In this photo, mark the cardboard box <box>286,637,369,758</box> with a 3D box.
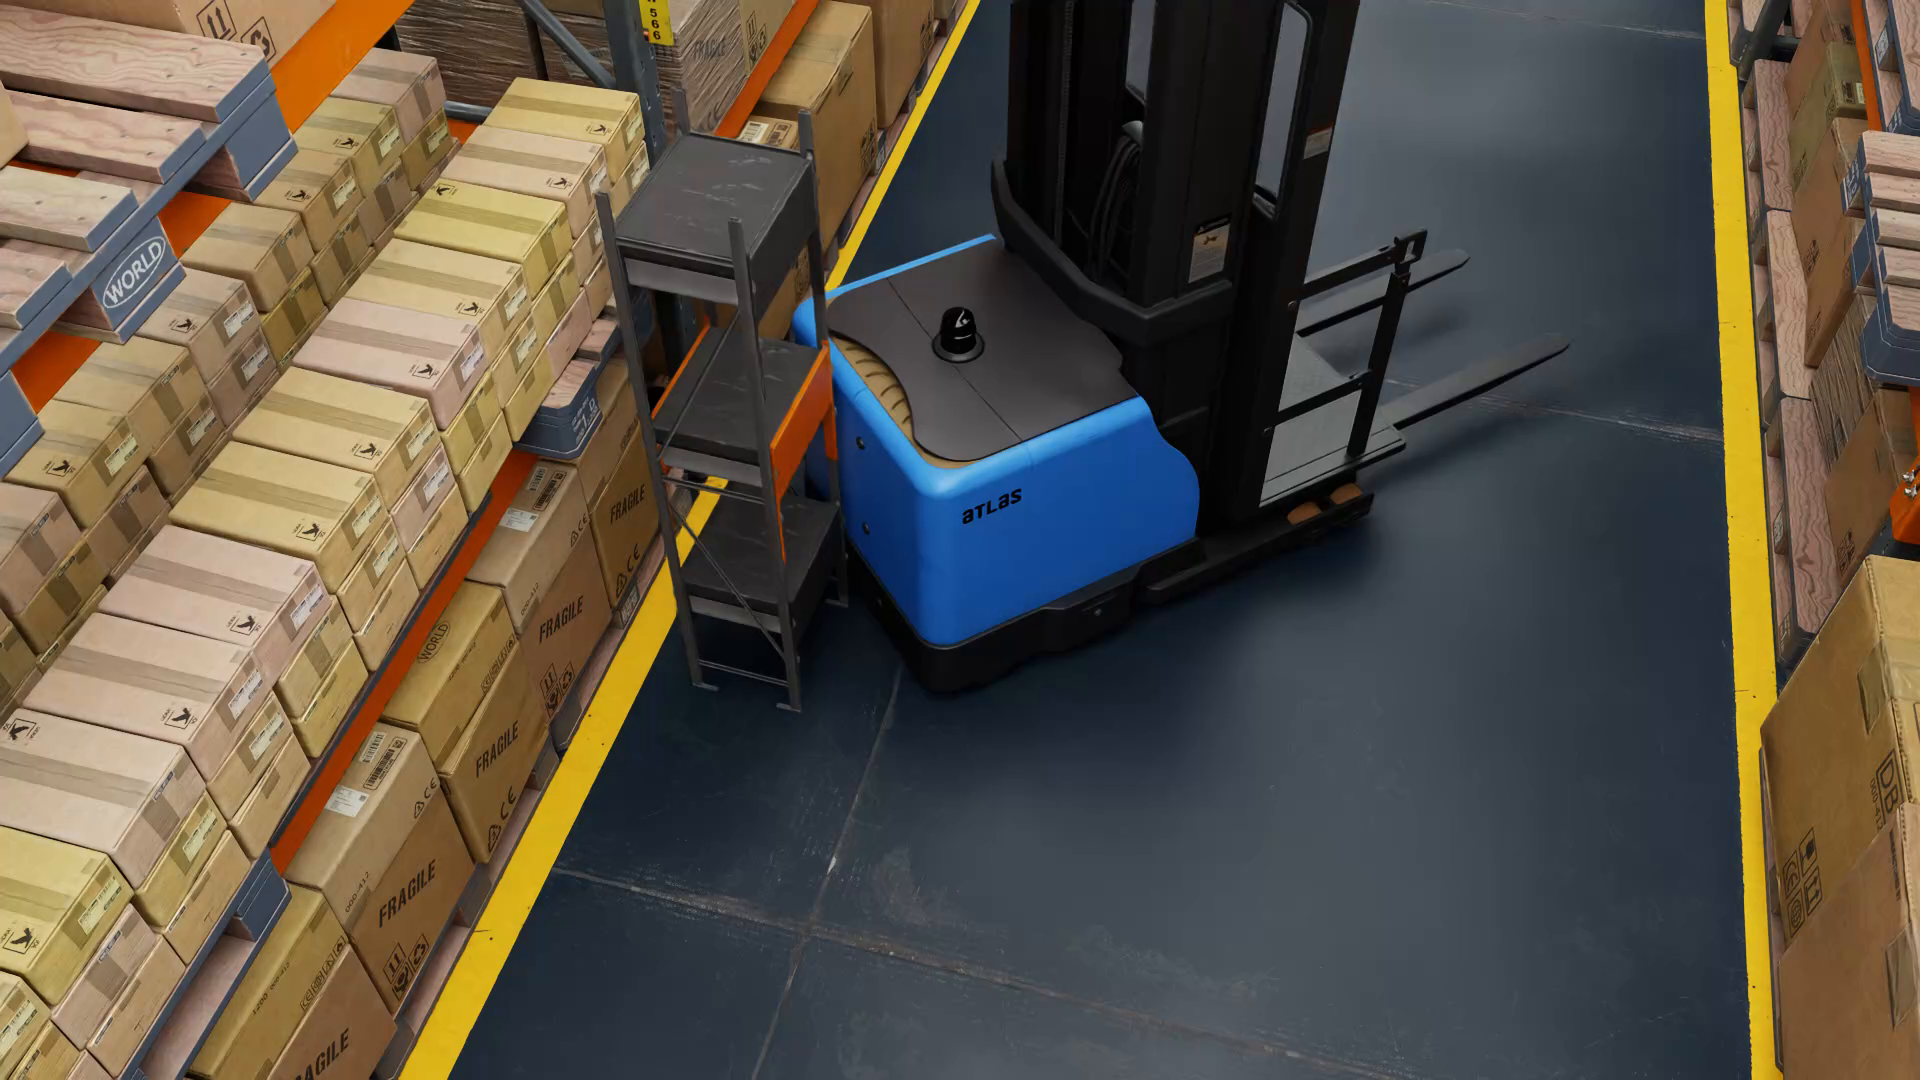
[{"bbox_3d":[-1.615,0.327,3.848,0.380,0.149,0.250,11,49,9],"label":"cardboard box"}]

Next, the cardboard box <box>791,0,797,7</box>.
[{"bbox_3d":[-0.805,-2.408,6.308,0.500,0.500,0.500,12,50,10],"label":"cardboard box"}]

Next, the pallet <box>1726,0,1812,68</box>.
[{"bbox_3d":[4.506,-2.782,8.564,1.003,0.211,1.213,12,50,10],"label":"pallet"}]

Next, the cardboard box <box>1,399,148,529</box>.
[{"bbox_3d":[-2.170,-0.196,3.913,0.380,0.149,0.250,11,49,10],"label":"cardboard box"}]

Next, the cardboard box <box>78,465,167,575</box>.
[{"bbox_3d":[-2.174,-0.087,4.015,0.380,0.149,0.250,13,50,11],"label":"cardboard box"}]

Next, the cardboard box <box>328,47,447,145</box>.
[{"bbox_3d":[-1.758,-1.324,4.908,0.380,0.149,0.250,12,50,10],"label":"cardboard box"}]

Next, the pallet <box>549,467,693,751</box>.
[{"bbox_3d":[-1.655,0.117,6.006,1.003,0.211,1.213,12,50,10],"label":"pallet"}]

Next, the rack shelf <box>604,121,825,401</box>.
[{"bbox_3d":[-0.666,-0.775,4.618,0.431,0.518,0.480,13,50,11],"label":"rack shelf"}]

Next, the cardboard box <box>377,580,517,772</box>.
[{"bbox_3d":[-1.646,0.348,4.829,0.500,0.250,0.500,13,50,11],"label":"cardboard box"}]

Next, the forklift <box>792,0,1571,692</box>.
[{"bbox_3d":[0.966,-1.273,5.419,3.031,2.935,1.130,-23,52,-19],"label":"forklift"}]

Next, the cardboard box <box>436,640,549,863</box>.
[{"bbox_3d":[-1.633,0.606,5.102,0.500,0.500,0.500,10,49,8],"label":"cardboard box"}]

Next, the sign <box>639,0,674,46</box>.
[{"bbox_3d":[-0.922,-1.627,4.966,0.100,0.325,0.005,12,50,10],"label":"sign"}]

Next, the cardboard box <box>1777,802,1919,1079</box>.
[{"bbox_3d":[2.867,1.384,4.165,1.225,0.875,0.875,12,50,10],"label":"cardboard box"}]

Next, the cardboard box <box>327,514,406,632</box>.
[{"bbox_3d":[-1.544,0.043,3.901,0.380,0.149,0.250,11,49,9],"label":"cardboard box"}]

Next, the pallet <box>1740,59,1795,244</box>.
[{"bbox_3d":[4.160,-1.725,7.632,1.003,0.211,1.213,12,50,10],"label":"pallet"}]

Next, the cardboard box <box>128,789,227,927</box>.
[{"bbox_3d":[-1.752,0.612,3.398,0.380,0.149,0.250,10,49,8],"label":"cardboard box"}]

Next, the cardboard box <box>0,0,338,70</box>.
[{"bbox_3d":[-1.608,-1.208,3.248,0.500,0.500,0.500,12,50,10],"label":"cardboard box"}]

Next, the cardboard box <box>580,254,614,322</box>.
[{"bbox_3d":[-1.202,-0.799,4.842,0.380,0.149,0.250,11,50,10],"label":"cardboard box"}]

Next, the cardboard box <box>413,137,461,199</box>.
[{"bbox_3d":[-1.761,-1.142,5.145,0.380,0.149,0.250,11,49,10],"label":"cardboard box"}]

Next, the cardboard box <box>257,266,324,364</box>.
[{"bbox_3d":[-1.972,-0.642,4.505,0.380,0.149,0.250,12,50,10],"label":"cardboard box"}]

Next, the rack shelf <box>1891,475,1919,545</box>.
[{"bbox_3d":[2.784,1.366,3.523,1.077,0.370,4.000,12,50,10],"label":"rack shelf"}]

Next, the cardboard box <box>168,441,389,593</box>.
[{"bbox_3d":[-1.547,-0.055,3.789,0.380,0.149,0.250,13,50,11],"label":"cardboard box"}]

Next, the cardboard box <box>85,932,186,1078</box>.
[{"bbox_3d":[-1.817,0.891,3.350,0.380,0.149,0.250,12,50,10],"label":"cardboard box"}]

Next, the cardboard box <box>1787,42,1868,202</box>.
[{"bbox_3d":[4.037,-1.749,7.167,0.700,0.500,0.500,11,50,10],"label":"cardboard box"}]

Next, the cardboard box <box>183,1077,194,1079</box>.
[{"bbox_3d":[-2.051,1.481,3.829,0.500,0.250,0.500,10,49,8],"label":"cardboard box"}]

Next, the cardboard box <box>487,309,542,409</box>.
[{"bbox_3d":[-1.341,-0.512,4.390,0.380,0.149,0.250,12,50,10],"label":"cardboard box"}]

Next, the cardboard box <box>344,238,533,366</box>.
[{"bbox_3d":[-1.339,-0.613,4.281,0.380,0.149,0.250,13,50,11],"label":"cardboard box"}]

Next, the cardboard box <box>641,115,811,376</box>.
[{"bbox_3d":[-1.201,-1.187,6.518,1.050,0.750,0.750,11,49,10],"label":"cardboard box"}]

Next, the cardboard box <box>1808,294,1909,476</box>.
[{"bbox_3d":[3.601,-0.529,6.090,0.700,0.500,0.500,8,49,7],"label":"cardboard box"}]

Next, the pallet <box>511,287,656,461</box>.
[{"bbox_3d":[-1.533,-0.770,5.057,1.213,0.211,1.003,12,50,10],"label":"pallet"}]

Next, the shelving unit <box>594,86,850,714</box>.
[{"bbox_3d":[-0.666,-0.321,5.133,0.431,2.100,0.503,13,50,11],"label":"shelving unit"}]

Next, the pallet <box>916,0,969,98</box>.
[{"bbox_3d":[-0.526,-2.768,8.552,1.003,0.211,1.213,12,50,10],"label":"pallet"}]

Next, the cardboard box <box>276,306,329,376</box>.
[{"bbox_3d":[-1.971,-0.557,4.629,0.380,0.149,0.250,14,50,12],"label":"cardboard box"}]

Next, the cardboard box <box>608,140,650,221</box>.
[{"bbox_3d":[-1.139,-1.077,4.889,0.380,0.149,0.250,12,50,11],"label":"cardboard box"}]

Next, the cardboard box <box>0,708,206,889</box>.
[{"bbox_3d":[-1.748,0.508,3.291,0.380,0.149,0.250,11,49,10],"label":"cardboard box"}]

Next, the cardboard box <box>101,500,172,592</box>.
[{"bbox_3d":[-2.177,0.005,4.132,0.380,0.149,0.250,10,49,9],"label":"cardboard box"}]

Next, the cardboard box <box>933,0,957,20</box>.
[{"bbox_3d":[-0.472,-3.191,8.286,1.050,0.750,0.750,11,50,10],"label":"cardboard box"}]

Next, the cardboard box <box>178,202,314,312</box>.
[{"bbox_3d":[-1.964,-0.764,4.414,0.380,0.149,0.250,10,49,8],"label":"cardboard box"}]

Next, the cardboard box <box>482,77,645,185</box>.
[{"bbox_3d":[-1.135,-1.178,4.780,0.380,0.149,0.250,10,49,9],"label":"cardboard box"}]

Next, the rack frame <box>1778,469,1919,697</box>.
[{"bbox_3d":[3.310,-0.318,4.530,1.000,3.000,0.127,12,50,10],"label":"rack frame"}]

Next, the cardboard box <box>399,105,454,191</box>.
[{"bbox_3d":[-1.769,-1.215,5.010,0.380,0.149,0.250,14,50,12],"label":"cardboard box"}]

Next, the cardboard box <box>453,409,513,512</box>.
[{"bbox_3d":[-1.407,-0.239,4.347,0.380,0.149,0.250,10,49,8],"label":"cardboard box"}]

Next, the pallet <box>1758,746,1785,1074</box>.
[{"bbox_3d":[3.030,1.160,5.086,1.003,0.211,1.213,12,50,10],"label":"pallet"}]
